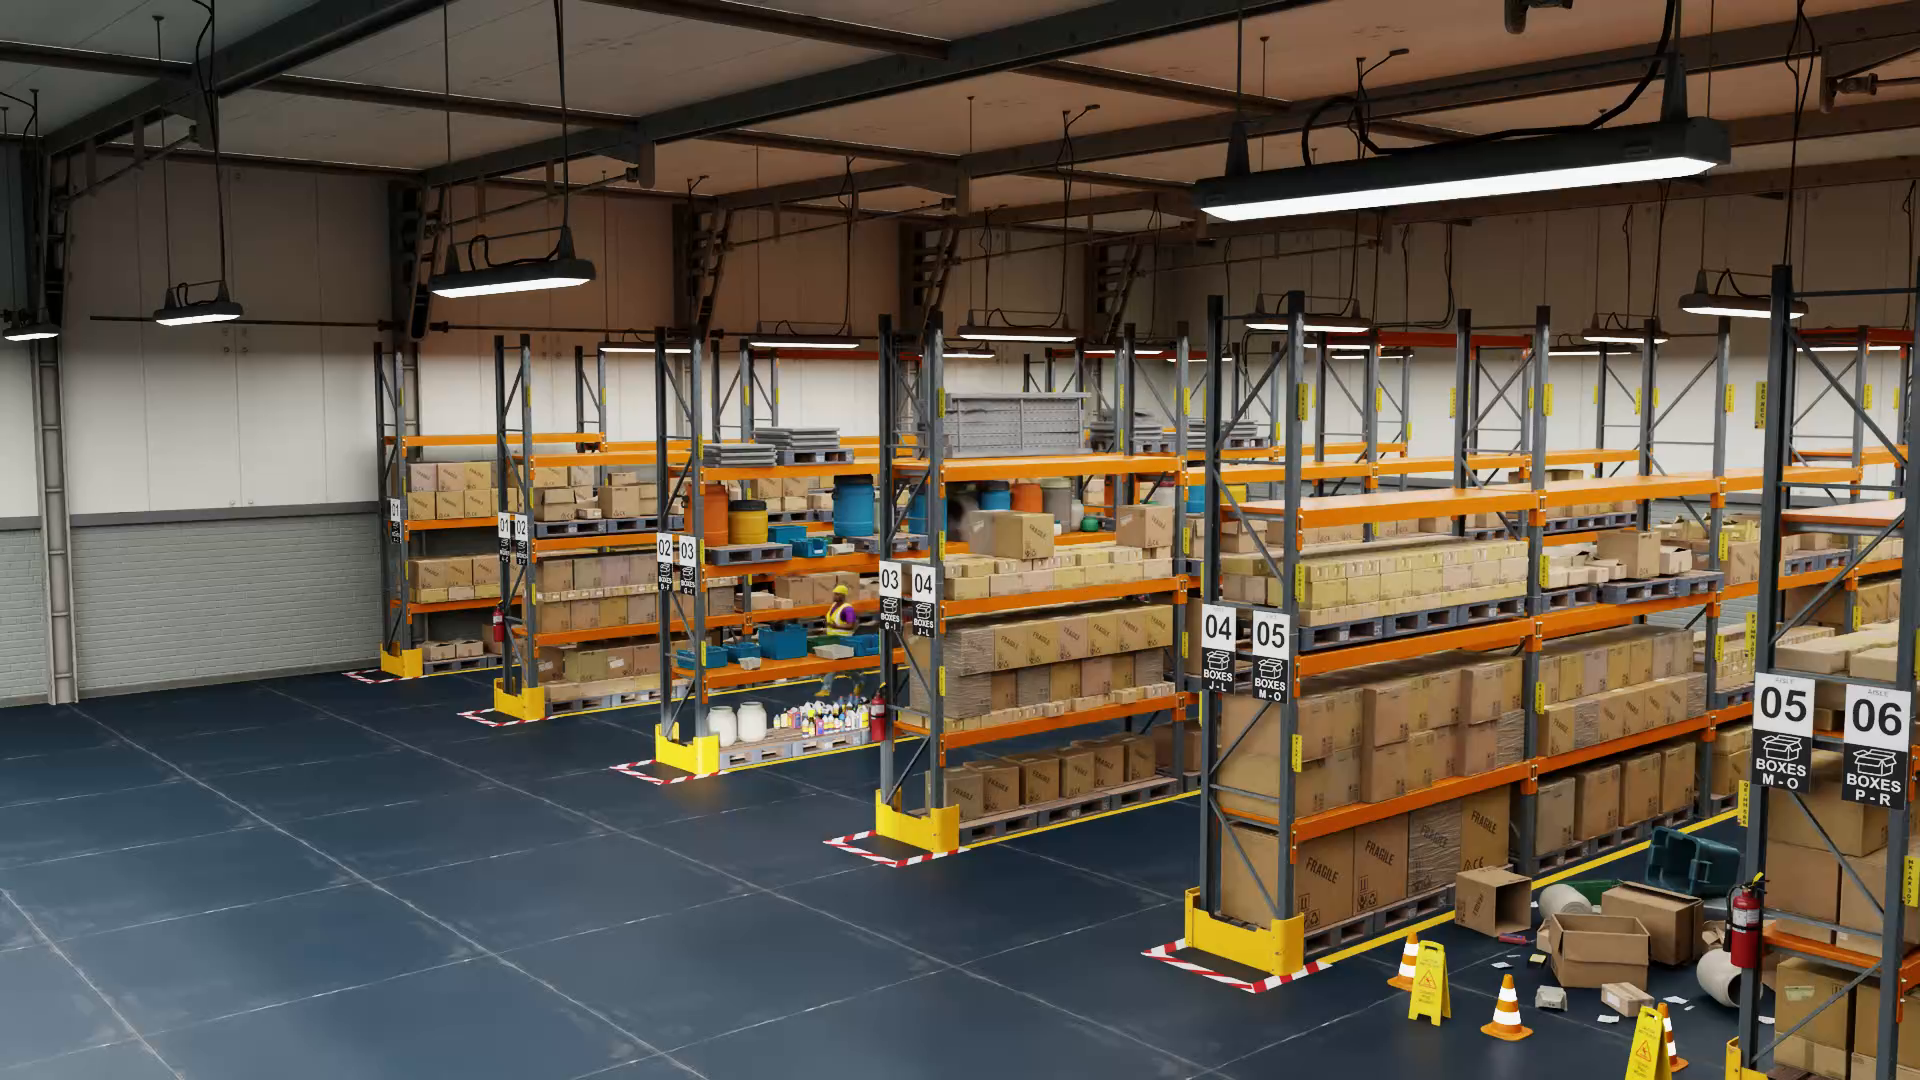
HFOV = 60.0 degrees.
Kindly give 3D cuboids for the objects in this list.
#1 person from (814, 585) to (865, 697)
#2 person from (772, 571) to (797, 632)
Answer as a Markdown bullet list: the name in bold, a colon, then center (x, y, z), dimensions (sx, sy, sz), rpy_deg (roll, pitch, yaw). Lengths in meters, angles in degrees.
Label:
- **person**: center (-1.922, 1.608, 26.252), dimensions (0.905, 1.794, 0.710), rpy_deg (-4, 7, -40)
- **person**: center (-3.405, 1.331, 32.751), dimensions (0.629, 1.718, 0.693), rpy_deg (4, 6, 36)
